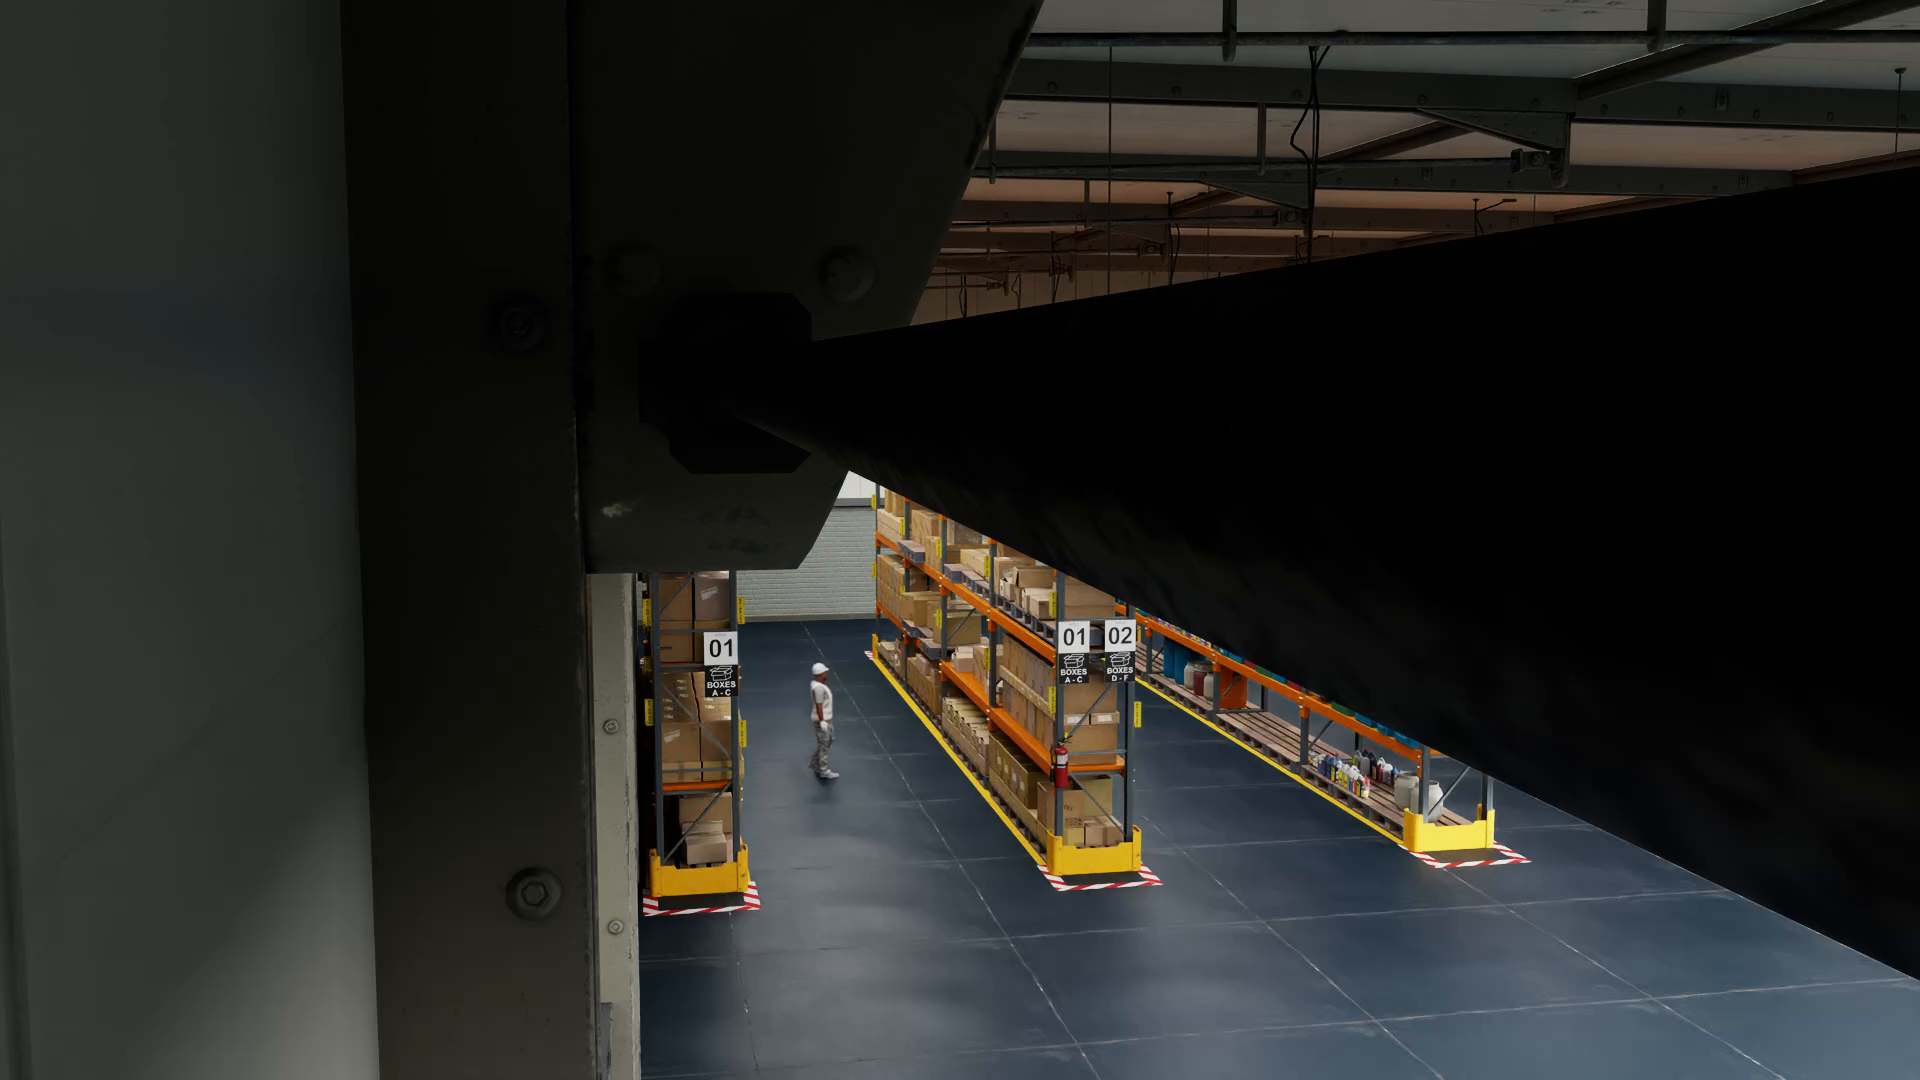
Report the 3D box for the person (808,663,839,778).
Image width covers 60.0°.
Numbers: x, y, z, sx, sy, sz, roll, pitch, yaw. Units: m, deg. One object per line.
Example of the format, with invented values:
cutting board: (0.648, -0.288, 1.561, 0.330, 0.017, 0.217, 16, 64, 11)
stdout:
person: (-2.134, 2.796, 25.887, 0.516, 1.791, 0.636, 0, 6, -1)
